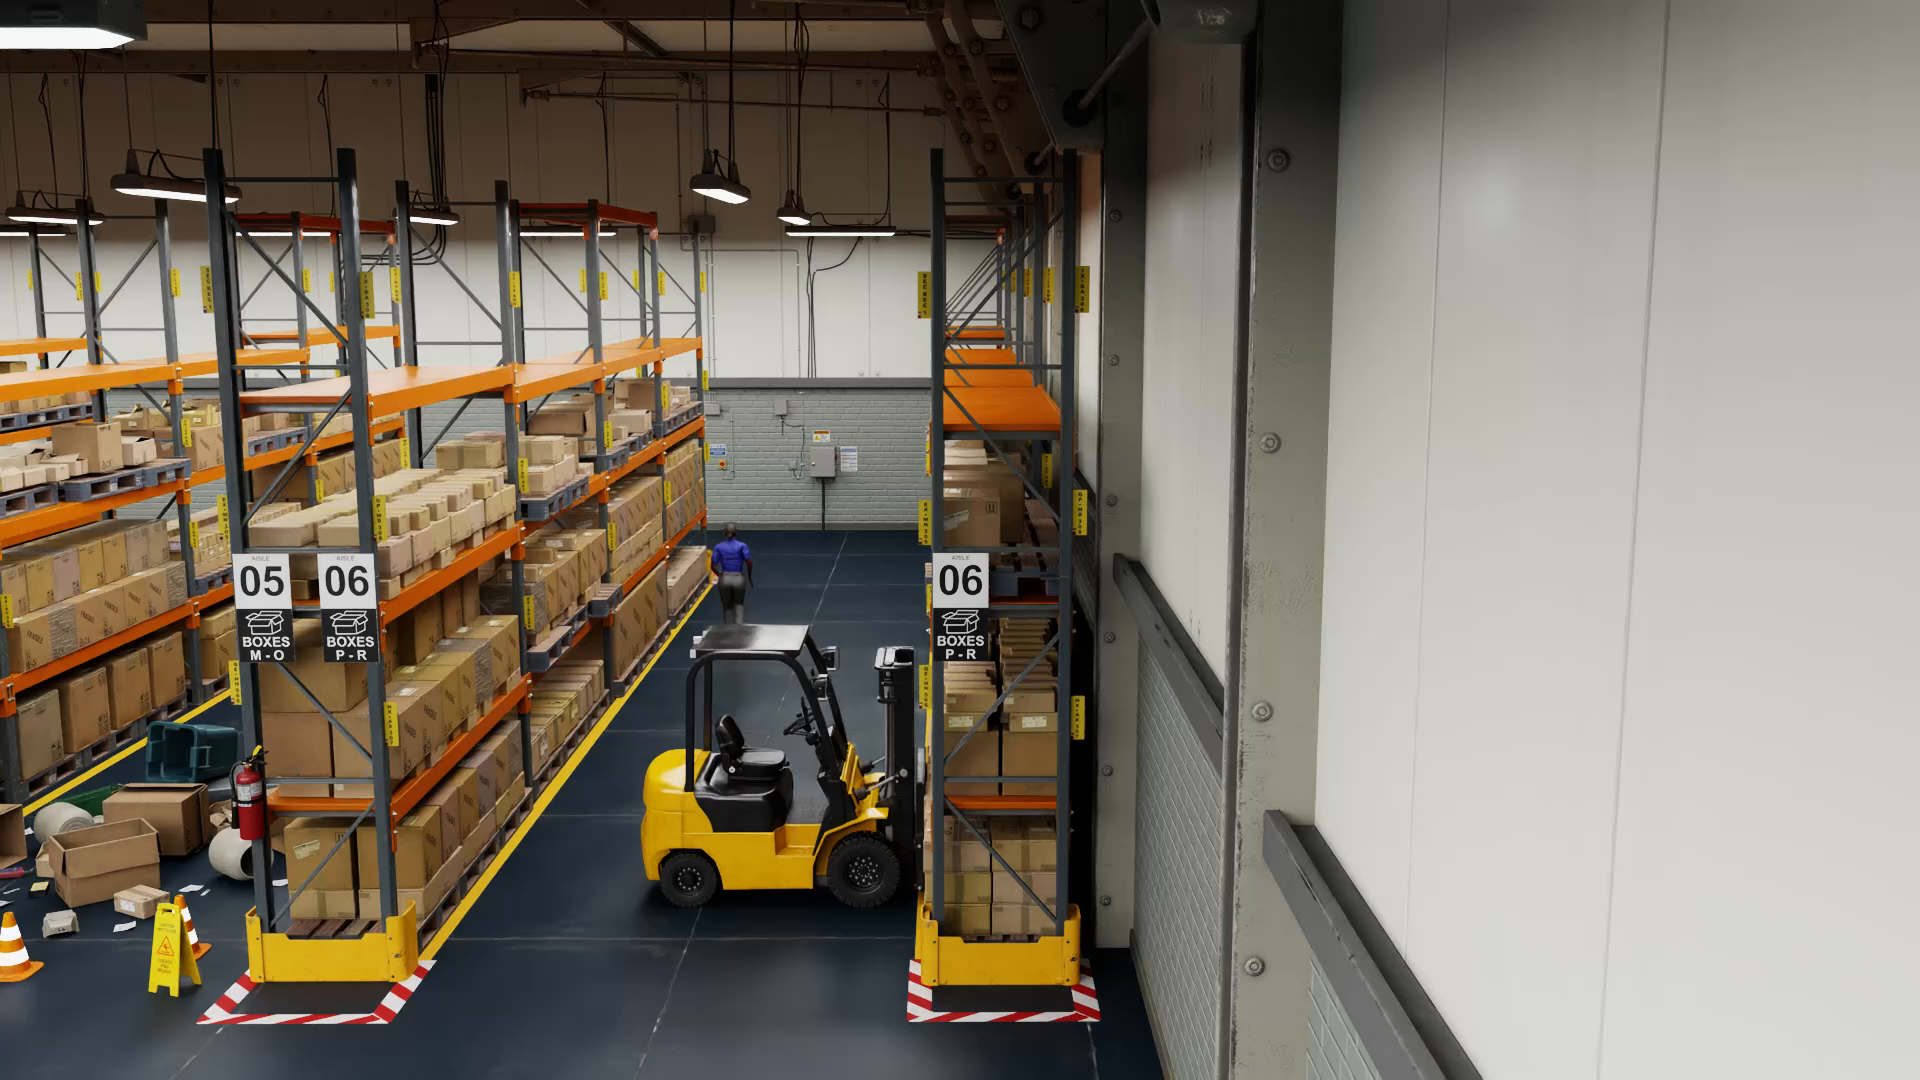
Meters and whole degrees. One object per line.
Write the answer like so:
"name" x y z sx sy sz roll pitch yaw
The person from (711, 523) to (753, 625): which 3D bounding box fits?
"person" -3.013 0.582 22.033 0.564 1.623 0.540 -1 9 -6
